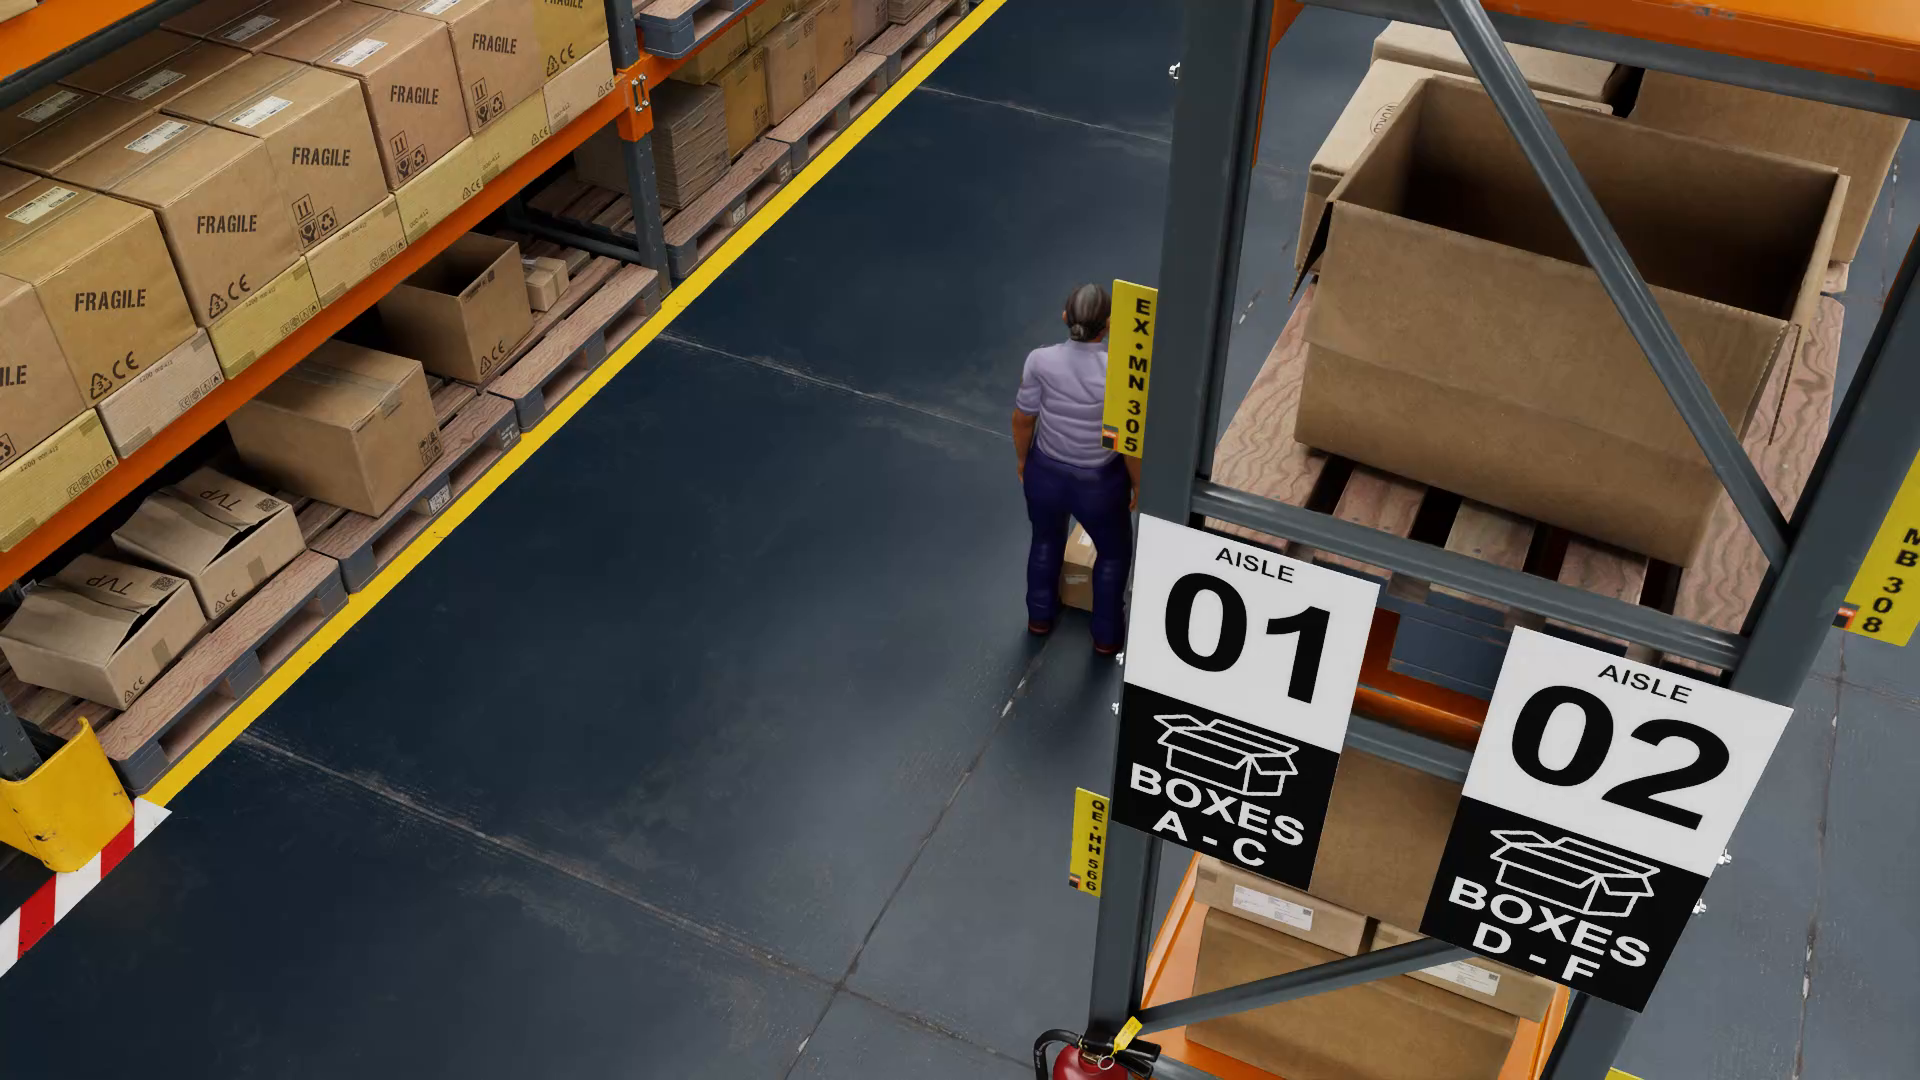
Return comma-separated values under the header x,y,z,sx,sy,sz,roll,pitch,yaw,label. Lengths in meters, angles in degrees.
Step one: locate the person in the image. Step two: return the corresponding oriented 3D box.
x,y,z,sx,sy,sz,roll,pitch,yaw,label
0.474,-0.245,6.439,0.556,1.647,0.376,15,44,16,person
